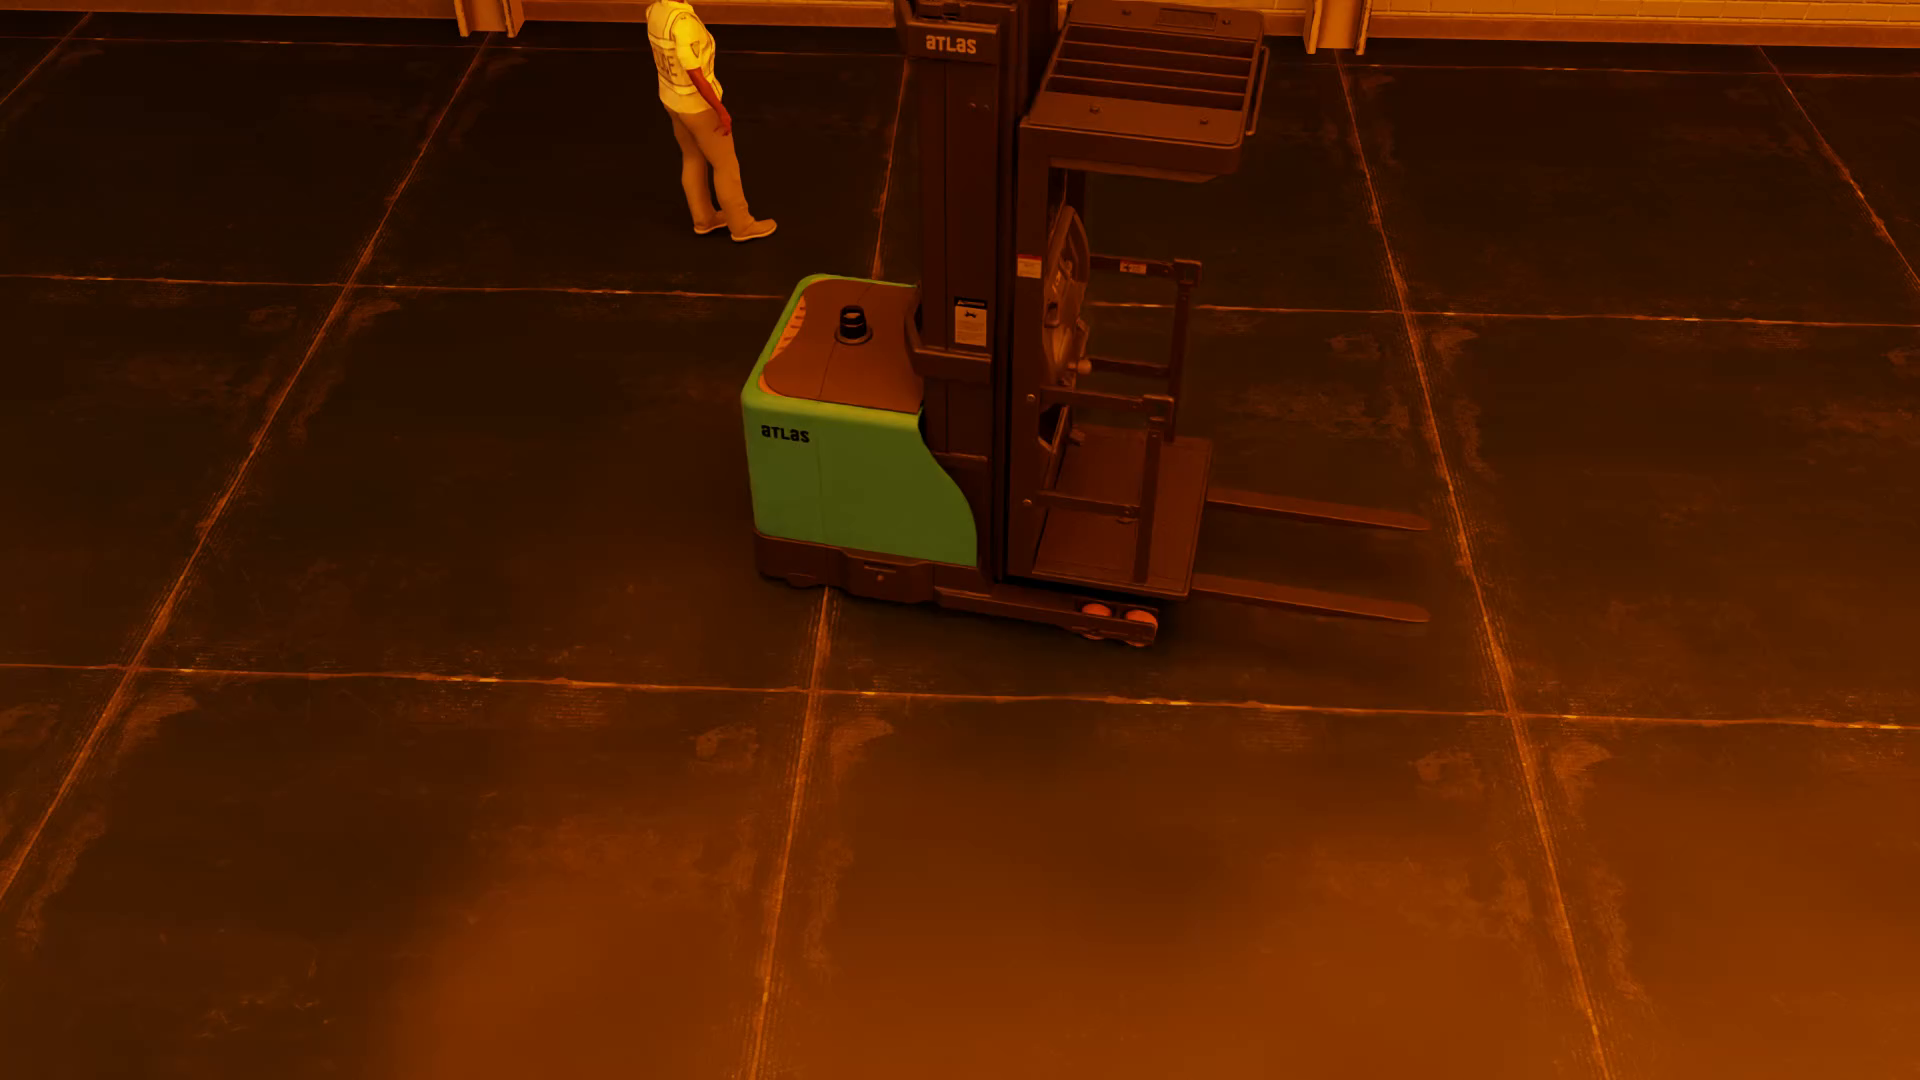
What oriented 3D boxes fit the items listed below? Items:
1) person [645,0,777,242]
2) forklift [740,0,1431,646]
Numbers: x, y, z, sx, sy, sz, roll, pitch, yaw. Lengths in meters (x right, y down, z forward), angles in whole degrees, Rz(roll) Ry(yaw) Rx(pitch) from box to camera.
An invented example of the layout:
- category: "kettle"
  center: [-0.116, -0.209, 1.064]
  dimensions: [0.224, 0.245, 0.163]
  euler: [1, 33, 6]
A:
- category: "person"
  center: [-1.439, -2.501, 9.396]
  dimensions: [0.525, 1.697, 0.564]
  euler: [-28, 49, -27]
- category: "forklift"
  center: [0.624, -1.004, 6.842]
  dimensions: [3.031, 2.935, 1.130]
  euler: [8, 43, 9]
